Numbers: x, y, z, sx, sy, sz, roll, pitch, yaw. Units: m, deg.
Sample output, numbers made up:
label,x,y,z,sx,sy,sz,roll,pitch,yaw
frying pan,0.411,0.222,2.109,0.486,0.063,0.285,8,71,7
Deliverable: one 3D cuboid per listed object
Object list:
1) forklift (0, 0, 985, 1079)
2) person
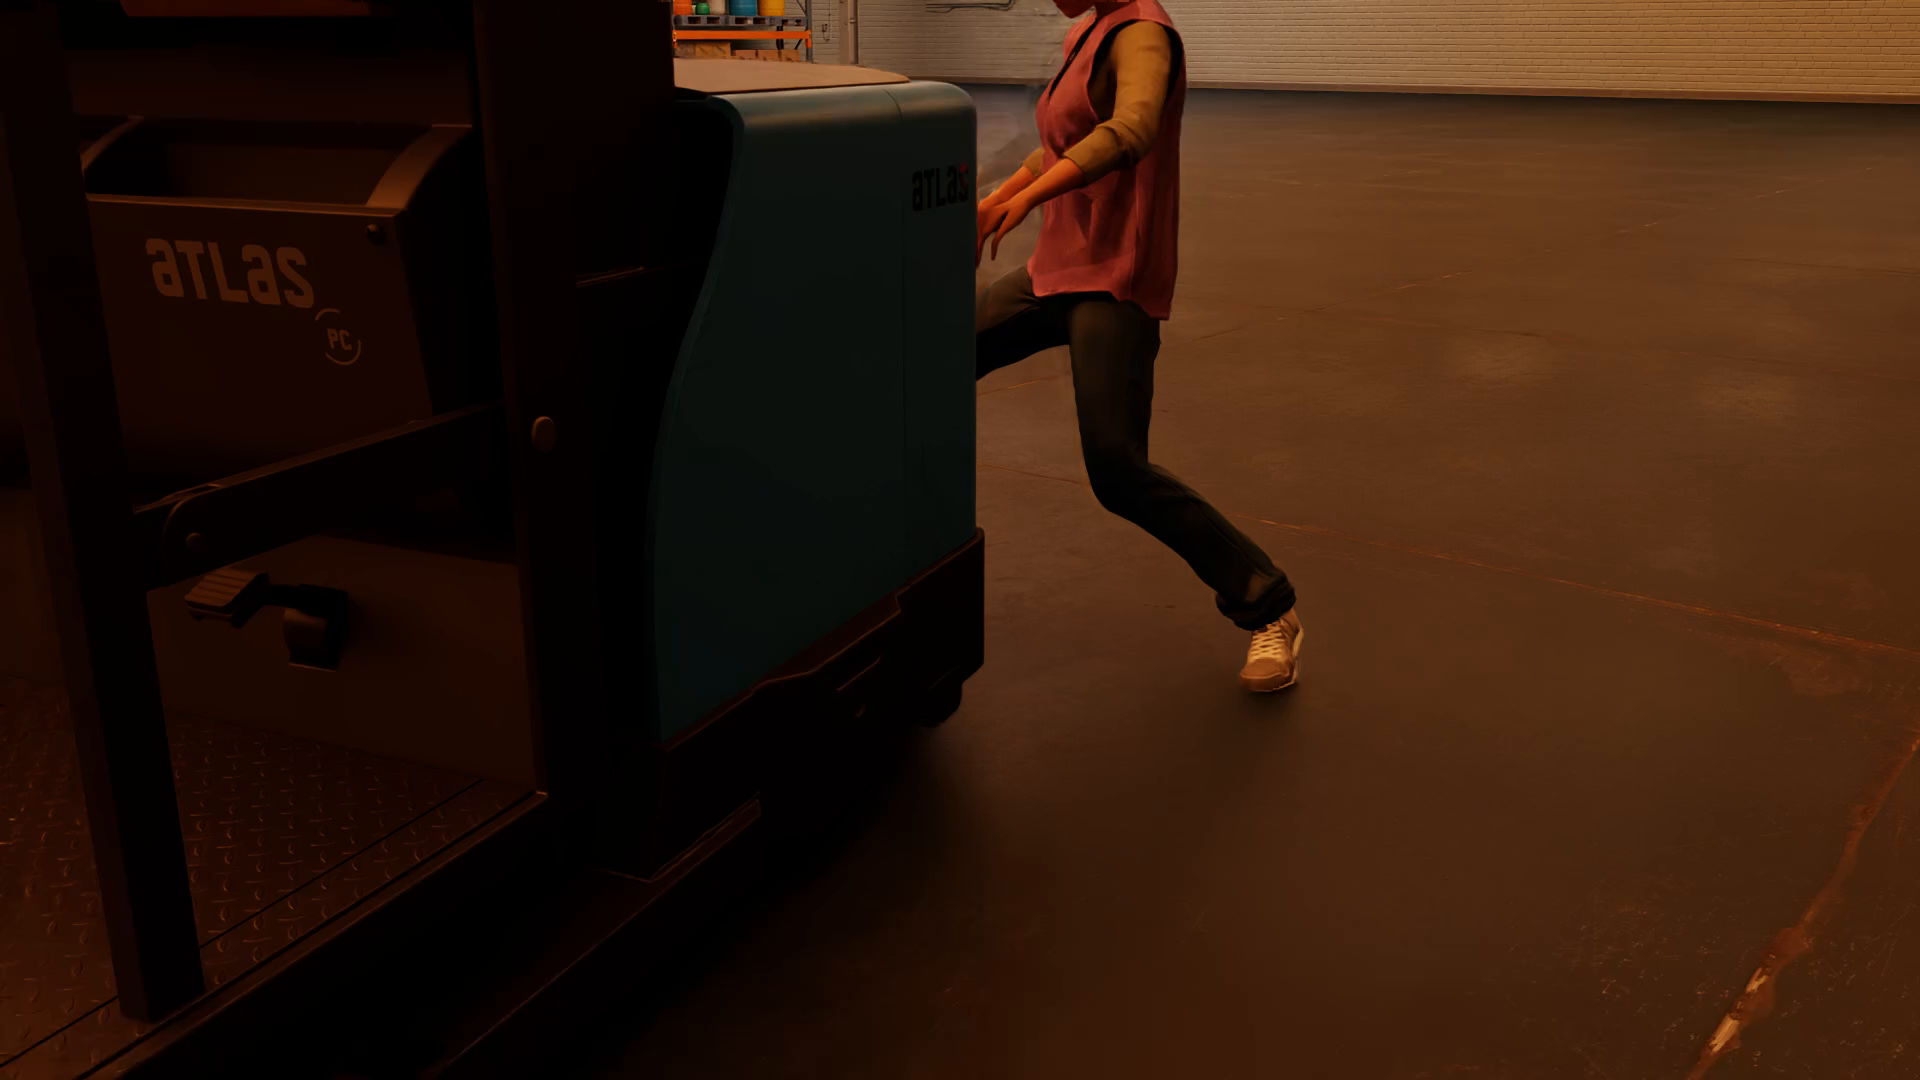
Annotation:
label,x,y,z,sx,sy,sz,roll,pitch,yaw
forklift,-1.019,-0.794,1.510,1.130,2.935,3.031,7,18,23
person,0.184,-0.507,3.214,0.874,1.451,0.925,-3,17,-9
